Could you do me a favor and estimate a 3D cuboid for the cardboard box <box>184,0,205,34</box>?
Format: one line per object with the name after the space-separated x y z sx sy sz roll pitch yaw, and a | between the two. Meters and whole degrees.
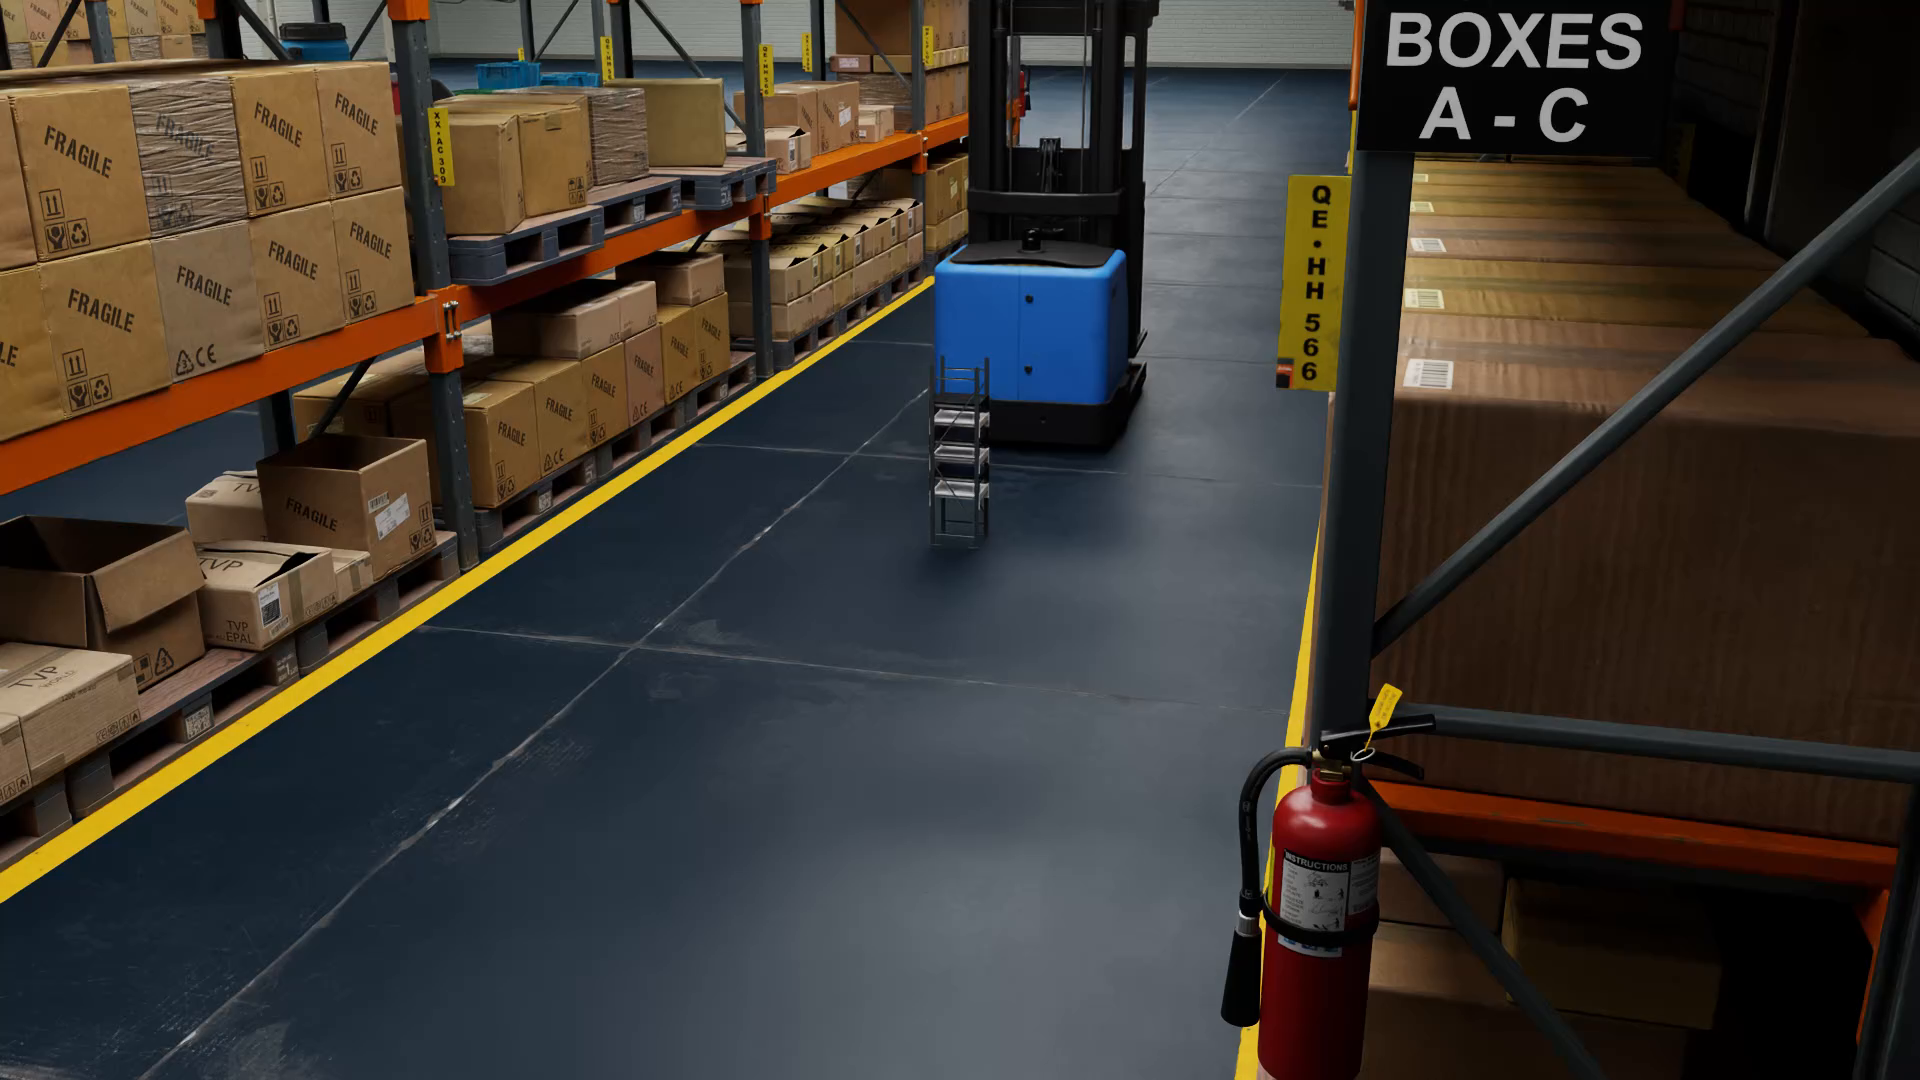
-9.333 -6.337 19.937 0.500 0.500 0.500 5 19 13 | cardboard box

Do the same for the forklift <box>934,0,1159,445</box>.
0.645 -2.371 10.595 1.130 2.935 3.031 4 19 11 | forklift

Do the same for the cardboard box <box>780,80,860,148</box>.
-1.143 -3.473 13.560 0.500 0.500 0.500 6 20 17 | cardboard box

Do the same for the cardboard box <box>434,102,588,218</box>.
-2.326 -1.920 8.364 0.700 0.500 0.500 8 20 22 | cardboard box

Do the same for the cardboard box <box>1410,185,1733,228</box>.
1.707 -0.677 5.066 0.980 0.700 0.700 4 19 12 | cardboard box

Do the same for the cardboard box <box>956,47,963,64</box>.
-0.182 -4.739 16.263 0.380 0.149 0.250 4 19 13 | cardboard box

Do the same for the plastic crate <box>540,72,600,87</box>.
-4.468 -5.225 19.075 0.499 0.251 0.616 5 19 13 | plastic crate

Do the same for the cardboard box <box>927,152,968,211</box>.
-0.150 -3.516 16.286 0.500 0.500 0.500 5 19 13 | cardboard box

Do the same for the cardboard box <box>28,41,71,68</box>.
-10.090 -5.092 17.839 0.875 0.500 0.500 5 19 13 | cardboard box

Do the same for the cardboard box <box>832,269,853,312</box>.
-1.132 -1.936 12.819 0.500 0.250 0.500 4 19 12 | cardboard box

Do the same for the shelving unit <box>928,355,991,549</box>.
-0.002 -0.423 8.035 0.258 0.900 0.210 5 19 13 | shelving unit

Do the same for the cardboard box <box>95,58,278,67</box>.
-3.153 -1.718 6.874 0.500 0.500 0.500 5 20 15 | cardboard box

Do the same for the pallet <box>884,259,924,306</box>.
-0.953 -2.276 14.526 1.003 0.211 1.213 5 19 13 | pallet

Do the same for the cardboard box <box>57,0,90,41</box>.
-9.816 -5.709 18.100 0.500 0.500 0.500 5 19 13 | cardboard box

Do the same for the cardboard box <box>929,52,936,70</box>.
-0.435 -4.413 15.309 0.380 0.149 0.250 4 19 12 | cardboard box

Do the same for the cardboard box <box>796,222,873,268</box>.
-1.003 -2.366 13.211 0.500 0.311 0.500 4 19 13 | cardboard box

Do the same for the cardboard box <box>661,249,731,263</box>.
-1.899 -1.923 11.913 0.500 0.311 0.500 5 20 15 | cardboard box

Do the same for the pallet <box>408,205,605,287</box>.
-2.464 -1.474 8.158 1.003 0.211 1.213 5 19 13 | pallet

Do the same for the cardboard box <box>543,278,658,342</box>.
-2.045 -1.306 9.396 0.500 0.250 0.500 4 19 12 | cardboard box

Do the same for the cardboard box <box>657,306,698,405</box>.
-1.916 -1.128 10.035 0.500 0.500 0.500 4 19 11 | cardboard box

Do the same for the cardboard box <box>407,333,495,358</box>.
-2.671 -0.837 9.183 0.500 0.500 0.500 5 19 14 | cardboard box

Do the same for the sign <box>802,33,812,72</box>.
-1.349 -4.320 14.734 0.100 0.325 0.005 5 19 13 | sign

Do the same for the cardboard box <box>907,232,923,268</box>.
-0.631 -2.575 14.689 0.500 0.250 0.500 4 19 13 | cardboard box

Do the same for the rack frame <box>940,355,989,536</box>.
0.023 -0.455 8.128 0.240 0.900 0.006 5 19 13 | rack frame

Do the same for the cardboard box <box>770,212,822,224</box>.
-1.406 -2.564 13.791 0.500 0.311 0.500 4 19 12 | cardboard box

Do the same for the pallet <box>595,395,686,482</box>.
-2.307 -0.644 9.748 1.003 0.211 1.213 5 19 13 | pallet

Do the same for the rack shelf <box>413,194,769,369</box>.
-2.277 -1.609 9.370 1.077 0.370 4.000 5 19 13 | rack shelf

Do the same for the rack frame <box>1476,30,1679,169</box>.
2.039 -0.933 6.277 1.000 3.000 0.127 5 19 13 | rack frame

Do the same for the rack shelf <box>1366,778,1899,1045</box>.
1.550 0.035 4.558 1.077 0.370 4.000 5 19 13 | rack shelf

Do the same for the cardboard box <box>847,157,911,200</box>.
-0.776 -3.401 15.948 0.500 0.500 0.500 5 19 13 | cardboard box

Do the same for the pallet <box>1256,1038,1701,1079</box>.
1.181 1.384 3.809 1.003 0.211 1.213 5 19 13 | pallet

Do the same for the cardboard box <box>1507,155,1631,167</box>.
2.396 -1.254 6.573 0.500 0.500 0.500 4 19 12 | cardboard box

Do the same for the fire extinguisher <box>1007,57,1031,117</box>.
0.646 -5.047 18.444 0.296 0.674 0.183 5 19 13 | fire extinguisher

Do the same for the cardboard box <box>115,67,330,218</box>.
-2.761 -1.503 6.247 0.500 0.500 0.500 4 19 12 | cardboard box

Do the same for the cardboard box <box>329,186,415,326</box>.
-2.639 -1.193 6.885 0.500 0.500 0.500 5 19 14 | cardboard box

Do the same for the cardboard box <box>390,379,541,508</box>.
-2.411 -0.480 8.139 0.500 0.500 0.500 4 19 11 | cardboard box

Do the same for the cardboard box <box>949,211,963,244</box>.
-0.276 -3.005 15.950 0.500 0.250 0.500 5 19 13 | cardboard box

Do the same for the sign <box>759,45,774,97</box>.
-1.260 -3.047 10.798 0.100 0.325 0.005 5 19 13 | sign

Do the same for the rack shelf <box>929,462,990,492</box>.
-0.002 -0.307 8.075 0.258 0.077 0.200 5 19 13 | rack shelf

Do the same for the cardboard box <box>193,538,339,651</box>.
-2.813 0.178 6.506 0.500 0.311 0.500 5 19 13 | cardboard box

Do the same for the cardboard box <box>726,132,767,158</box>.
-1.657 -2.645 11.428 0.500 0.311 0.500 6 20 17 | cardboard box

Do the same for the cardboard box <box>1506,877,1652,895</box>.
1.258 0.921 4.067 0.700 0.500 0.500 5 19 13 | cardboard box

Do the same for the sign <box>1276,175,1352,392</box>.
0.539 -0.386 2.519 0.100 0.325 0.005 5 19 13 | sign

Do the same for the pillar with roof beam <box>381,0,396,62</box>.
-13.402 -18.796 49.294 9.100 9.000 0.400 5 19 13 | pillar with roof beam

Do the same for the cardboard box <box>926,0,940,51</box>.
-0.586 -4.789 15.407 0.700 0.500 0.500 5 19 13 | cardboard box

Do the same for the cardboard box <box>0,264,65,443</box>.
-3.132 -0.554 5.013 0.500 0.500 0.500 5 19 13 | cardboard box

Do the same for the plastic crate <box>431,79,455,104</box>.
-5.362 -4.347 16.370 0.767 0.338 0.504 5 19 13 | plastic crate

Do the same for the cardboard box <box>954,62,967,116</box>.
-0.336 -4.500 16.568 0.700 0.500 0.500 5 20 15 | cardboard box

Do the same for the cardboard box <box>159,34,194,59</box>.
-9.606 -5.719 19.675 0.875 0.500 0.500 5 19 13 | cardboard box

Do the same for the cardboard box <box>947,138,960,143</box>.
-0.301 -4.029 17.786 0.500 0.500 0.500 5 19 13 | cardboard box

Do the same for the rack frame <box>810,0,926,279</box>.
-0.811 -3.830 14.760 1.000 3.000 0.127 5 19 13 | rack frame
